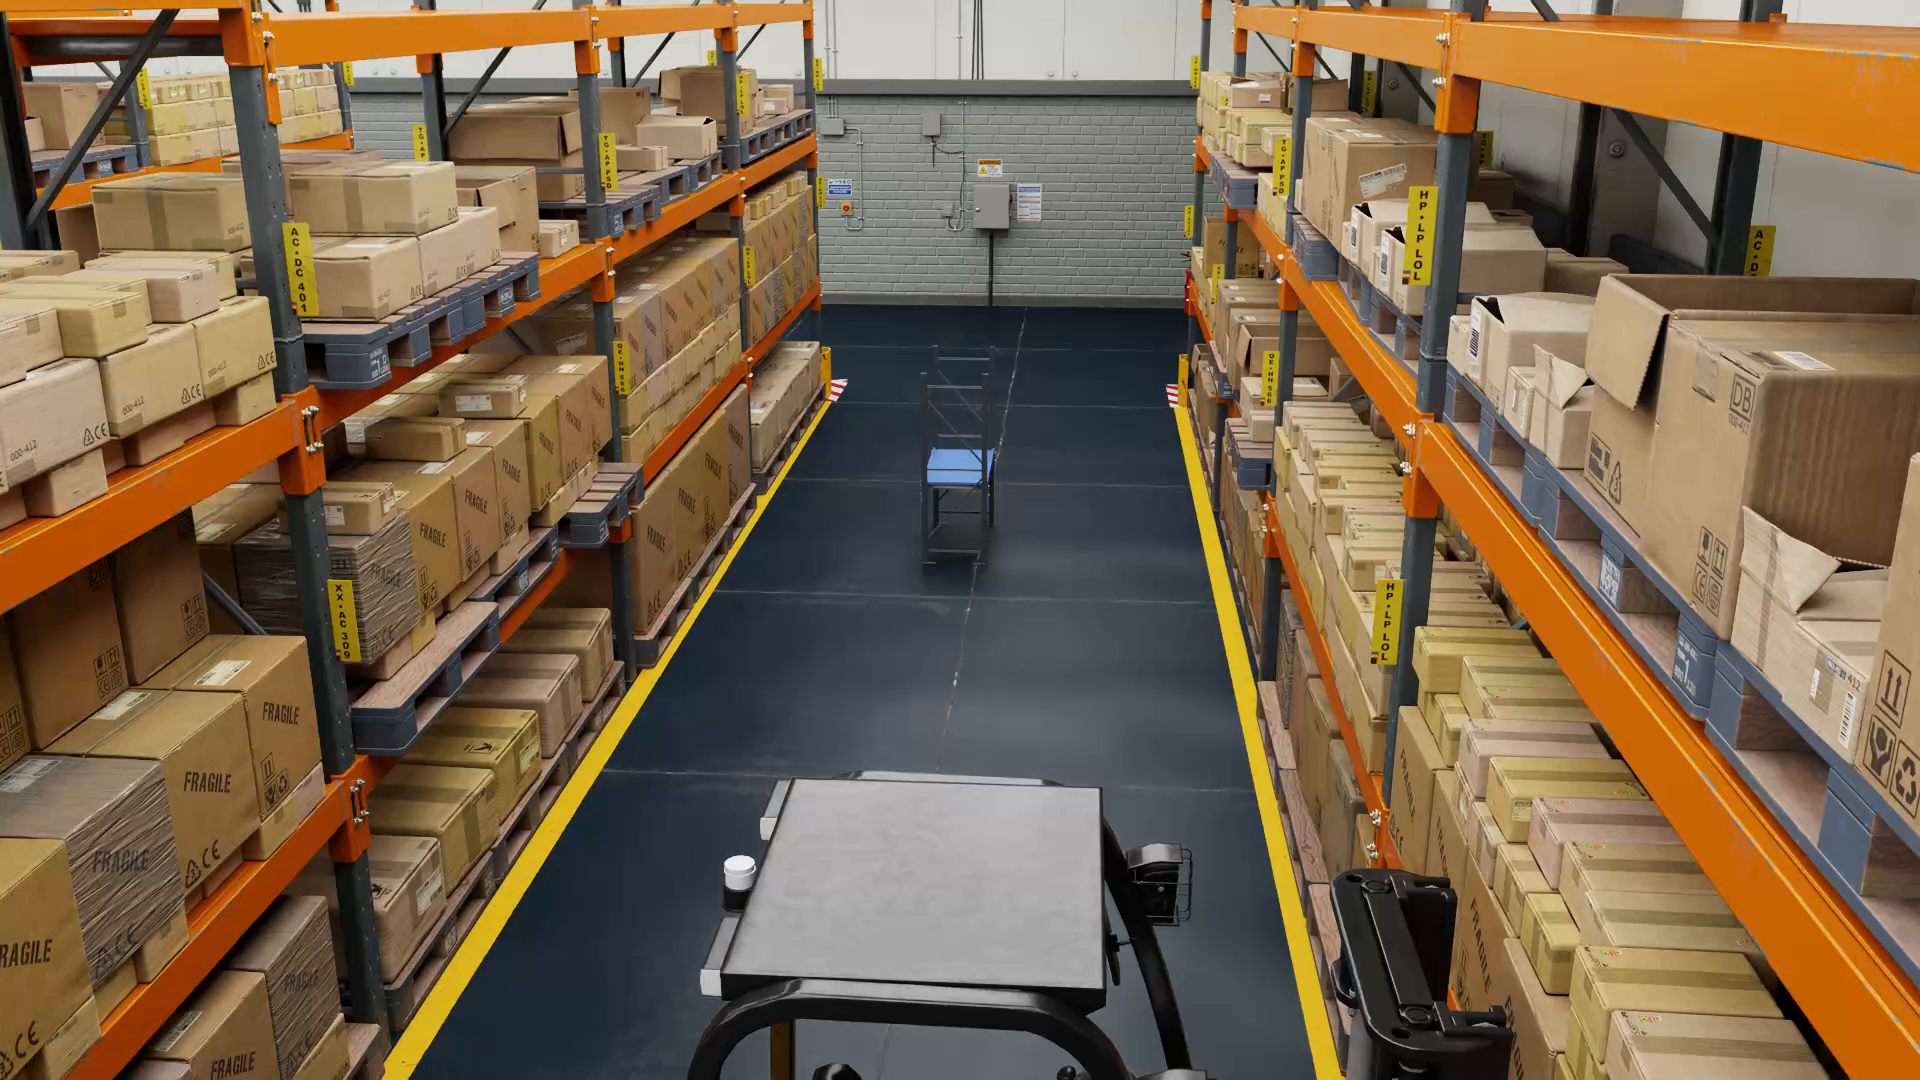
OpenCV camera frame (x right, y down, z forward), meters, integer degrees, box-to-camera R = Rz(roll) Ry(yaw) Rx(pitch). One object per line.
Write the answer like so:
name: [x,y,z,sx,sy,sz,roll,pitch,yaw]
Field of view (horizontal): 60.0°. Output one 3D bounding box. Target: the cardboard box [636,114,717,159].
cardboard box: [-2.153,-3.082,12.662,0.500,0.311,0.500,1,18,4]

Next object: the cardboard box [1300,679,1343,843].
cardboard box: [2.220,1.109,8.360,0.875,0.625,0.625,1,18,2]

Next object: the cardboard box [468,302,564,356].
cardboard box: [-2.810,-1.224,10.576,0.500,0.500,0.500,1,18,2]

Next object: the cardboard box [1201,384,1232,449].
cardboard box: [2.626,-1.147,15.446,0.700,0.500,0.500,1,18,2]

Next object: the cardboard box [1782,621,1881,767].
cardboard box: [1.548,0.242,2.619,0.380,0.149,0.250,1,18,2]

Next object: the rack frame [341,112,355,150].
rack frame: [-6.957,-3.099,18.063,1.000,3.000,0.127,1,18,4]

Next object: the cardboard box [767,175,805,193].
cardboard box: [-1.767,-3.573,16.703,0.380,0.149,0.250,1,18,3]

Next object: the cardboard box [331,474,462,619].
cardboard box: [-2.518,0.024,7.220,0.500,0.500,0.500,1,18,4]

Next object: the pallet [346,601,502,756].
pallet: [-2.673,0.564,7.192,1.003,0.211,1.213,1,18,4]

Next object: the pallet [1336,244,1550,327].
pallet: [2.329,-1.201,7.757,1.003,0.211,1.213,2,18,6]

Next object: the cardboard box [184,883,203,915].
cardboard box: [-2.731,1.167,5.447,0.380,0.149,0.250,1,18,3]

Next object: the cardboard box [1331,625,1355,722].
cardboard box: [1.884,0.569,7.109,0.500,0.250,0.500,1,18,4]

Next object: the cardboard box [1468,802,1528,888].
cardboard box: [1.674,0.873,4.740,0.380,0.149,0.250,1,18,3]

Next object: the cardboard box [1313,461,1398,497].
cardboard box: [1.967,-0.288,8.282,0.380,0.149,0.250,2,18,5]

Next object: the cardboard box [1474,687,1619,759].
cardboard box: [1.822,0.575,5.172,0.380,0.149,0.250,1,18,3]

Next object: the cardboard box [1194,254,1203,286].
cardboard box: [2.602,-2.689,16.574,0.500,0.250,0.500,1,18,5]

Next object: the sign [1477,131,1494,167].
sign: [2.918,-2.119,9.299,0.100,0.325,0.005,1,18,4]

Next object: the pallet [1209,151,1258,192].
pallet: [2.535,-2.803,12.644,1.213,0.211,1.003,1,18,4]

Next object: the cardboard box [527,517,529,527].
cardboard box: [-2.471,-0.105,8.656,0.380,0.149,0.250,1,18,4]

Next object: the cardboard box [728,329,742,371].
cardboard box: [-2.080,-1.561,13.611,0.500,0.250,0.500,1,18,3]

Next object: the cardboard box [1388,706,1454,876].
cardboard box: [1.786,0.901,5.695,0.500,0.500,0.500,1,18,2]

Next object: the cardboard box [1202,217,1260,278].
cardboard box: [2.530,-2.736,15.514,0.500,0.500,0.500,2,18,5]

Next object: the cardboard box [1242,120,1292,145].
cardboard box: [2.141,-2.800,11.423,0.380,0.149,0.250,1,18,4]

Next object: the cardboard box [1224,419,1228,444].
cardboard box: [2.361,-0.882,13.597,0.380,0.149,0.250,2,18,7]

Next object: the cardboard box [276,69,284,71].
cardboard box: [-7.207,-4.785,17.188,0.380,0.149,0.250,1,18,3]

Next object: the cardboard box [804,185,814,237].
cardboard box: [-1.809,-3.387,17.177,0.500,0.500,0.500,2,18,6]

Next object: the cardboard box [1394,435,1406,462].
cardboard box: [2.557,-0.513,8.969,0.380,0.149,0.250,1,18,4]

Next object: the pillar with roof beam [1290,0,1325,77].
pillar with roof beam: [-0.263,-6.674,19.340,9.100,9.000,0.400,1,18,4]

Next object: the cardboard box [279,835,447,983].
cardboard box: [-2.837,1.593,7.289,0.950,0.372,0.625,2,18,5]

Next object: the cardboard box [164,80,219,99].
cardboard box: [-6.905,-4.046,14.934,0.380,0.149,0.250,1,18,2]

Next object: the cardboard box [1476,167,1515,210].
cardboard box: [2.569,-1.796,8.675,0.500,0.250,0.500,1,18,4]

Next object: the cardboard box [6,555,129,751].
cardboard box: [-3.179,0.333,5.345,0.700,0.500,0.500,1,18,4]

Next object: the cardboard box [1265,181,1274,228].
cardboard box: [2.195,-2.101,10.440,0.500,0.250,0.500,1,18,4]

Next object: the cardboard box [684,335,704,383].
cardboard box: [-2.167,-1.326,12.089,0.500,0.250,0.500,2,18,5]

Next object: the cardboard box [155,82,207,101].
cardboard box: [-6.903,-3.965,14.688,0.380,0.149,0.250,1,18,2]

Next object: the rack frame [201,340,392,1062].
rack frame: [-2.873,0.707,6.448,1.000,3.000,0.127,1,18,4]

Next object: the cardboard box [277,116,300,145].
cardboard box: [-6.804,-3.993,16.217,0.500,0.250,0.500,2,18,6]

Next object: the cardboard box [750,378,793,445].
cardboard box: [-2.083,-1.230,15.800,0.875,0.438,0.875,1,18,2]

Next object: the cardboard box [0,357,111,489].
cardboard box: [-2.722,-0.330,4.559,0.500,0.250,0.500,1,18,3]

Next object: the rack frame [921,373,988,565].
rack frame: [-0.043,-0.528,12.627,0.500,1.500,0.032,1,18,4]

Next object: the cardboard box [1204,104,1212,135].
cardboard box: [2.569,-3.957,15.628,0.500,0.250,0.500,1,18,2]

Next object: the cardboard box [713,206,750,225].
cardboard box: [-2.015,-2.781,14.283,0.380,0.149,0.250,2,18,5]

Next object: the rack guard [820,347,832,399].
rack guard: [-2.011,-1.839,18.234,1.175,0.500,0.348,1,18,4]

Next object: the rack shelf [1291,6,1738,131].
rack shelf: [2.222,-2.123,7.249,1.077,0.370,4.000,1,18,4]

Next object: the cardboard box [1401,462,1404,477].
cardboard box: [2.575,-0.287,8.920,0.500,0.250,0.500,1,18,4]

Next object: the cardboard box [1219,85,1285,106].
cardboard box: [2.476,-3.721,14.104,0.500,0.250,0.500,1,18,3]

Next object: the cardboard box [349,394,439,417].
cardboard box: [-2.911,-0.462,8.703,0.500,0.500,0.500,2,18,5]

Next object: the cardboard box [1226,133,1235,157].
cardboard box: [2.157,-2.900,12.207,0.380,0.149,0.250,2,18,5]

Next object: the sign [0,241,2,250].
sign: [-3.426,-1.162,5.873,0.100,0.325,0.005,1,18,4]

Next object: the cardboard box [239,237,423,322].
cardboard box: [-2.431,-1.019,6.465,0.500,0.250,0.500,1,18,2]

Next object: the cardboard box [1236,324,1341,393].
cardboard box: [2.298,-1.185,11.383,0.797,0.503,0.637,1,18,3]

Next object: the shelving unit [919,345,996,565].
shelving unit: [-0.006,-0.686,13.109,0.538,1.500,1.048,1,18,4]

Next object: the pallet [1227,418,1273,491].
pallet: [2.344,-0.546,10.581,1.213,0.211,1.003,1,18,4]

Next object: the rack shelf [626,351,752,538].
rack shelf: [-2.442,-0.814,12.247,1.077,0.370,4.000,1,18,4]

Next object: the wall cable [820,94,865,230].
wall cable: [-1.631,-5.269,23.005,0.585,1.953,0.123,1,18,4]
